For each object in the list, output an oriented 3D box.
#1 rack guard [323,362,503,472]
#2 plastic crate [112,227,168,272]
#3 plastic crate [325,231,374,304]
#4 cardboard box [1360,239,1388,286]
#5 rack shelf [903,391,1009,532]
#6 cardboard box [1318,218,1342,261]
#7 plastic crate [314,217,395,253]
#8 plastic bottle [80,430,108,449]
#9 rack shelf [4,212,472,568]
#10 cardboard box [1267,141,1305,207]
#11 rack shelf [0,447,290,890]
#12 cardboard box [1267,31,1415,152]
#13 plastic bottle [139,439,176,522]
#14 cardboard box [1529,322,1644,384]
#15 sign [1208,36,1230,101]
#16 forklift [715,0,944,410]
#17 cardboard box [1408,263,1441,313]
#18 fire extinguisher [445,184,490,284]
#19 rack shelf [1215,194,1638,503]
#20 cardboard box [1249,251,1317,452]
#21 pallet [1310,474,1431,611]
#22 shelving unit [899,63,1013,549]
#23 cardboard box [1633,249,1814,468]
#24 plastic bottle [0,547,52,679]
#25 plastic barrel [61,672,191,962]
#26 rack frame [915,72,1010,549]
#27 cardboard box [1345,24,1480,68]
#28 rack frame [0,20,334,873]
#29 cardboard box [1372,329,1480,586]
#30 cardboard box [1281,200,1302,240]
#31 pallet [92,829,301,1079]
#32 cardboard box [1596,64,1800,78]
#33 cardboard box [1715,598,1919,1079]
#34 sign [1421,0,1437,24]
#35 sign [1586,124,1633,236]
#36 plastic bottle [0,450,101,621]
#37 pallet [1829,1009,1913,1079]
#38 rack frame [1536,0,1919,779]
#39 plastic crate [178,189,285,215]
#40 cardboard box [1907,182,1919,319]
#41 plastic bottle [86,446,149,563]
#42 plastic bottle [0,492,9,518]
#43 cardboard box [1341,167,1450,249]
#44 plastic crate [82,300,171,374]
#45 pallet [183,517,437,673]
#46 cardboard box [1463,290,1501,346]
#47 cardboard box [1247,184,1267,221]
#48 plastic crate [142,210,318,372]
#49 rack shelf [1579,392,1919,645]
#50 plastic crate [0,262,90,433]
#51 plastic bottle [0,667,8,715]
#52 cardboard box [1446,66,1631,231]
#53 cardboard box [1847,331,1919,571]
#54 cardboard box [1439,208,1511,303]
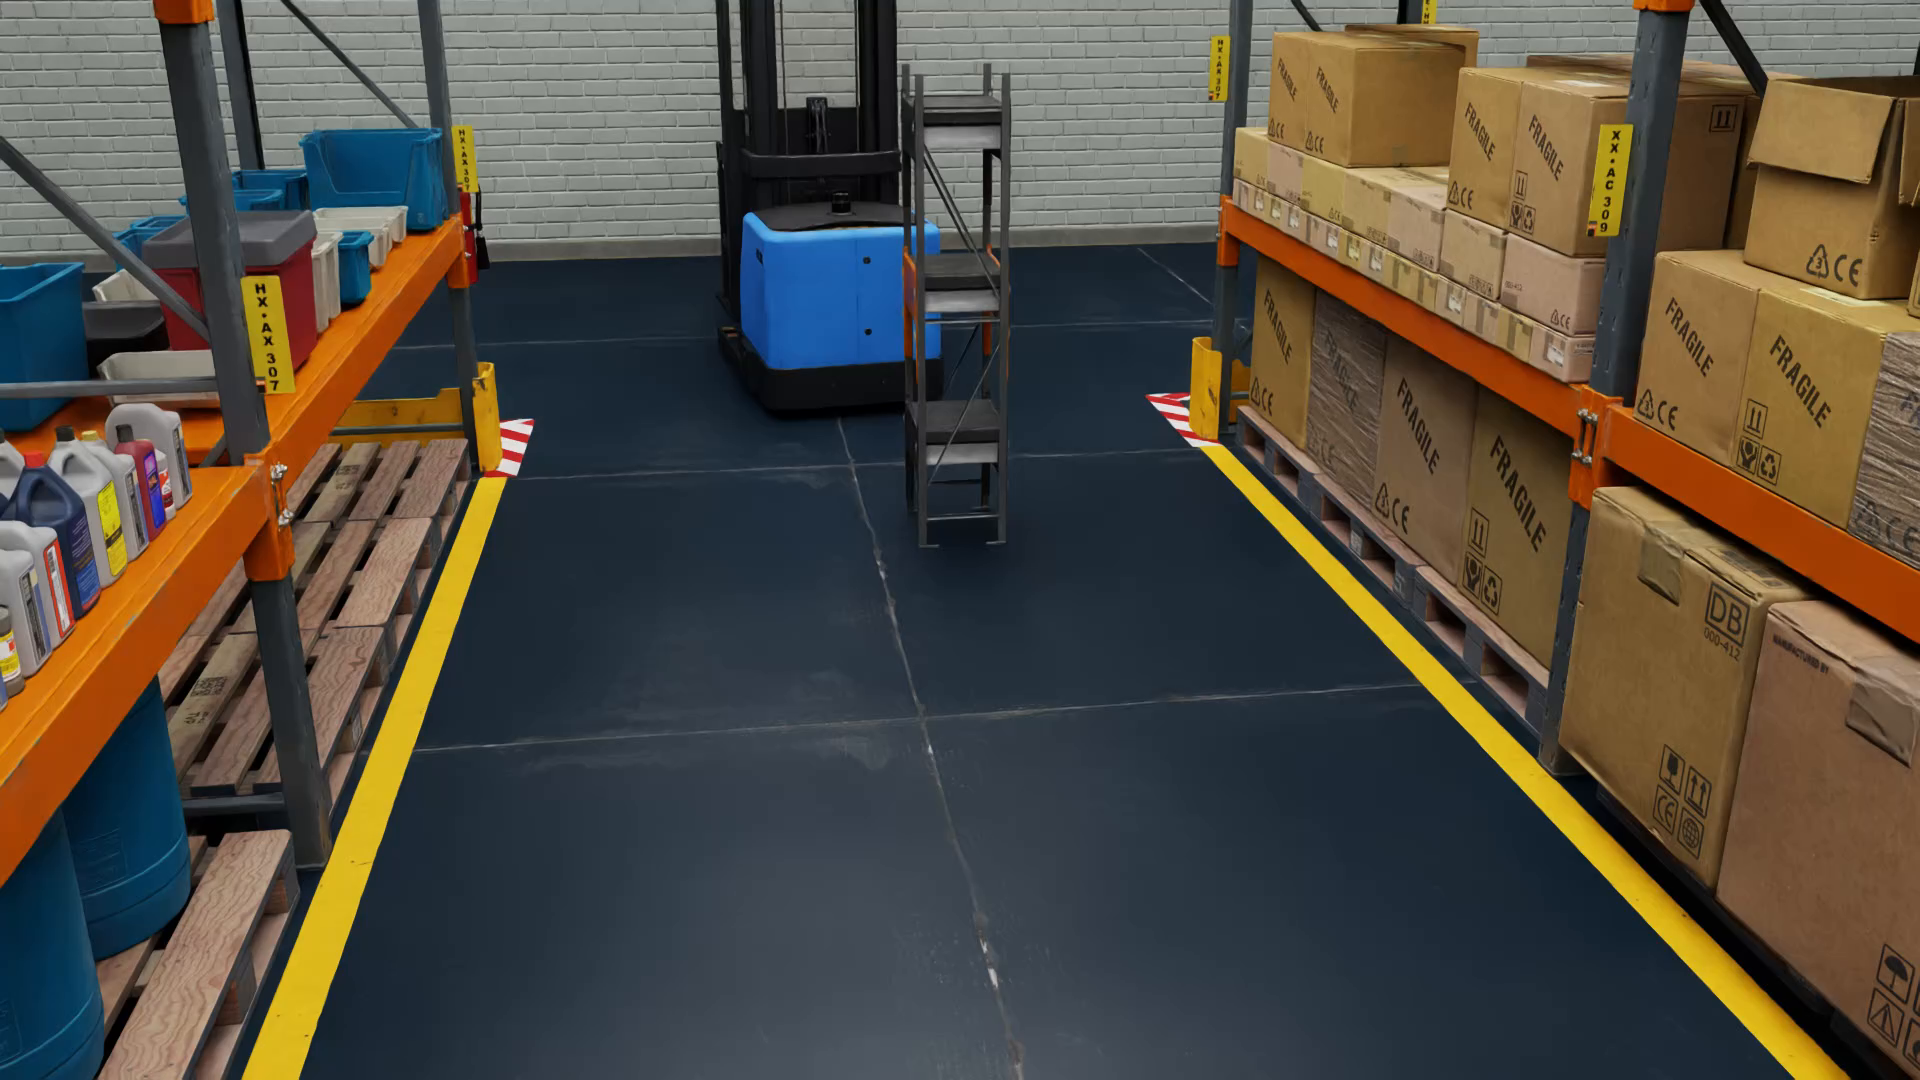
[{"bbox_3d":[-3.019,-0.622,8.667,1.175,0.500,0.348,-3,21,-8],"label":"rack guard"},{"bbox_3d":[-3.060,-1.073,6.456,0.416,0.233,0.300,-3,21,-8],"label":"plastic crate"},{"bbox_3d":[-2.453,-1.037,6.359,0.416,0.233,0.300,-3,21,-8],"label":"plastic crate"},{"bbox_3d":[1.885,-1.155,6.880,0.380,0.149,0.250,-3,21,-7],"label":"cardboard box"},{"bbox_3d":[-0.024,-0.372,7.752,0.431,0.518,0.480,-3,21,-8],"label":"rack shelf"},{"bbox_3d":[1.810,-1.333,7.357,0.380,0.149,0.250,-3,21,-8],"label":"cardboard box"},{"bbox_3d":[-2.679,-1.316,7.243,0.396,0.136,0.243,-3,21,-8],"label":"plastic crate"},{"bbox_3d":[-2.171,-0.174,4.180,0.097,0.201,0.097,0,20,0],"label":"plastic bottle"},{"bbox_3d":[-2.715,-0.756,6.481,1.077,0.370,4.000,-3,21,-8],"label":"rack shelf"},{"bbox_3d":[1.782,-1.745,7.890,0.500,0.250,0.500,-3,21,-8],"label":"cardboard box"},{"bbox_3d":[-2.138,0.629,2.773,1.077,0.370,4.000,-3,21,-8],"label":"rack shelf"},{"bbox_3d":[1.772,-2.103,7.776,0.500,0.500,0.500,-3,21,-9],"label":"cardboard box"},{"bbox_3d":[-2.006,-0.148,4.110,0.097,0.201,0.097,0,20,0],"label":"plastic bottle"},{"bbox_3d":[2.107,-0.622,5.452,0.380,0.149,0.250,-3,21,-7],"label":"cardboard box"},{"bbox_3d":[1.348,-2.452,8.643,0.100,0.325,0.005,-3,21,-8],"label":"sign"},{"bbox_3d":[-0.989,-2.595,10.476,1.130,2.935,3.031,-6,21,-15],"label":"forklift"},{"bbox_3d":[1.958,-0.978,6.406,0.380,0.149,0.250,-3,21,-7],"label":"cardboard box"},{"bbox_3d":[-2.575,-1.650,8.489,0.296,0.674,0.183,-3,21,-8],"label":"fire extinguisher"},{"bbox_3d":[2.186,-1.006,7.150,1.077,0.370,4.000,-3,21,-8],"label":"rack shelf"},{"bbox_3d":[2.069,-1.019,8.594,0.875,0.875,0.875,-3,21,-8],"label":"cardboard box"},{"bbox_3d":[2.263,-0.034,7.507,1.003,0.211,1.213,-3,21,-8],"label":"pallet"},{"bbox_3d":[-0.024,-1.041,7.502,0.431,2.100,0.503,-3,21,-8],"label":"shelving unit"},{"bbox_3d":[2.294,-0.525,4.692,0.500,0.500,0.500,-3,21,-8],"label":"cardboard box"},{"bbox_3d":[-1.905,0.126,3.270,0.152,0.276,0.135,-3,21,-8],"label":"plastic bottle"},{"bbox_3d":[-2.365,0.575,4.288,0.600,0.901,0.708,-3,21,-8],"label":"plastic barrel"},{"bbox_3d":[0.011,-0.956,7.276,0.400,2.100,0.015,-3,21,-8],"label":"rack frame"},{"bbox_3d":[2.228,-2.300,8.305,0.500,0.500,0.500,-3,21,-7],"label":"cardboard box"},{"bbox_3d":[-2.427,-0.400,4.501,1.000,3.000,0.127,-3,21,-8],"label":"rack frame"},{"bbox_3d":[2.329,-0.396,6.925,0.875,0.875,0.875,-3,21,-8],"label":"cardboard box"},{"bbox_3d":[1.737,-1.510,7.832,0.380,0.149,0.250,-3,21,-9],"label":"cardboard box"},{"bbox_3d":[-2.357,1.175,4.268,1.003,0.211,1.213,-3,21,-8],"label":"pallet"},{"bbox_3d":[2.595,-1.420,5.949,0.500,0.500,0.500,-3,21,-8],"label":"cardboard box"},{"bbox_3d":[2.716,0.678,4.050,1.225,0.875,0.875,-4,21,-10],"label":"cardboard box"},{"bbox_3d":[2.437,-2.711,8.694,0.100,0.325,0.005,-3,21,-8],"label":"sign"},{"bbox_3d":[1.926,-1.064,4.928,0.100,0.325,0.005,-3,21,-8],"label":"sign"},{"bbox_3d":[-1.944,-0.012,3.531,0.144,0.351,0.185,-3,21,-8],"label":"plastic bottle"},{"bbox_3d":[2.840,1.343,3.819,1.003,0.211,1.213,-3,21,-8],"label":"pallet"},{"bbox_3d":[2.475,-0.650,5.170,1.000,3.000,0.127,-3,21,-8],"label":"rack frame"},{"bbox_3d":[-3.198,-1.405,7.344,0.416,0.233,0.300,-3,21,-8],"label":"plastic crate"},{"bbox_3d":[2.662,-0.708,3.748,0.797,0.503,0.637,-3,21,-7],"label":"cardboard box"},{"bbox_3d":[-1.997,-0.096,3.863,0.152,0.276,0.135,-3,21,-8],"label":"plastic bottle"},{"bbox_3d":[-2.086,-0.004,3.511,0.144,0.351,0.185,-3,21,-8],"label":"plastic bottle"},{"bbox_3d":[1.931,-1.390,6.941,0.500,0.250,0.500,-3,21,-9],"label":"cardboard box"},{"bbox_3d":[-2.854,-0.674,5.540,0.437,0.125,0.590,-3,21,-8],"label":"plastic crate"},{"bbox_3d":[-2.750,0.230,6.799,1.003,0.211,1.213,-3,21,-8],"label":"pallet"},{"bbox_3d":[2.032,-0.800,5.929,0.380,0.149,0.250,-3,21,-9],"label":"cardboard box"},{"bbox_3d":[1.661,-1.689,8.311,0.380,0.149,0.250,-3,21,-9],"label":"cardboard box"},{"bbox_3d":[-2.307,-0.780,5.341,0.402,0.464,0.583,-3,21,-8],"label":"plastic crate"},{"bbox_3d":[2.763,0.379,3.442,1.077,0.370,4.000,-3,21,-8],"label":"rack shelf"},{"bbox_3d":[-2.831,-0.566,4.880,0.392,0.384,0.575,-3,21,-8],"label":"plastic crate"},{"bbox_3d":[-1.872,0.206,3.055,0.152,0.276,0.135,-3,21,-8],"label":"plastic bottle"},{"bbox_3d":[2.076,-1.390,5.868,0.500,0.500,0.500,-3,21,-7],"label":"cardboard box"},{"bbox_3d":[2.439,-0.178,3.762,0.500,0.500,0.500,-3,21,-9],"label":"cardboard box"},{"bbox_3d":[2.074,-1.038,5.997,0.500,0.250,0.500,-2,21,-6],"label":"cardboard box"}]
